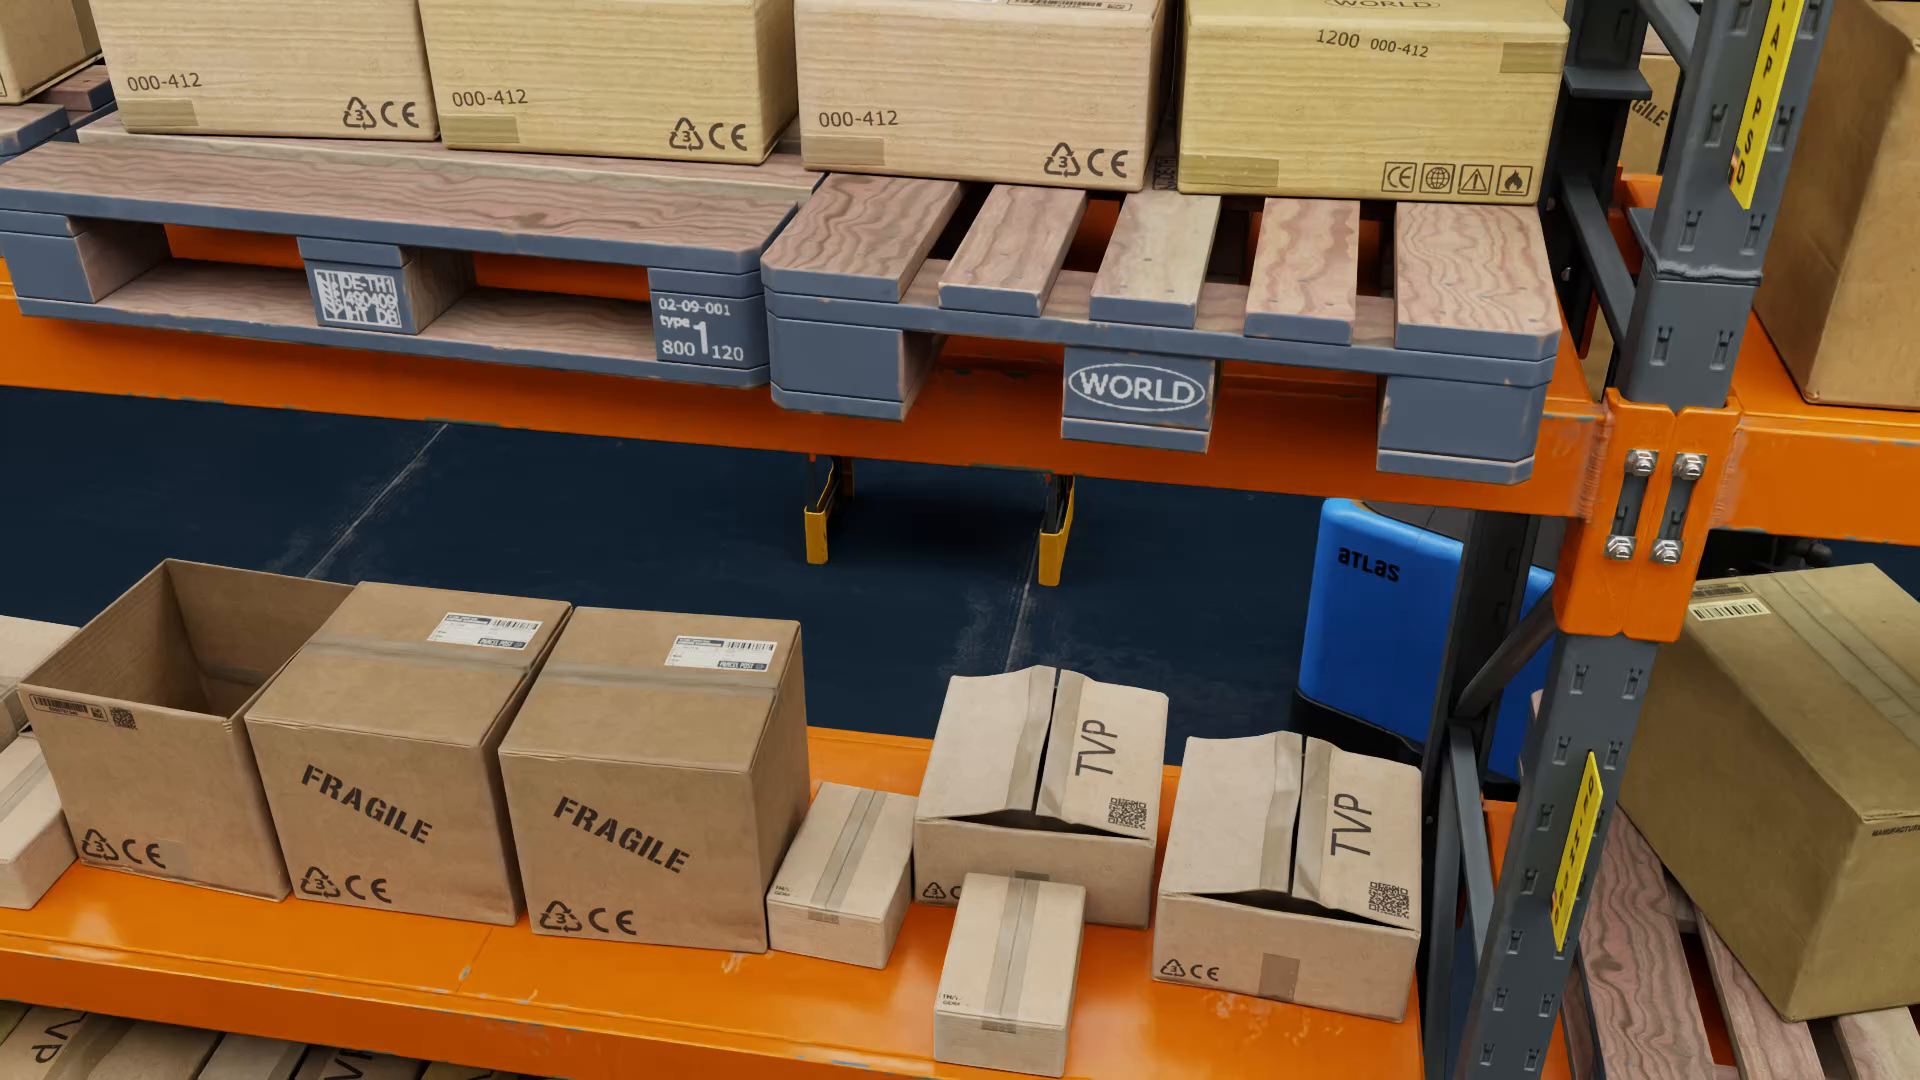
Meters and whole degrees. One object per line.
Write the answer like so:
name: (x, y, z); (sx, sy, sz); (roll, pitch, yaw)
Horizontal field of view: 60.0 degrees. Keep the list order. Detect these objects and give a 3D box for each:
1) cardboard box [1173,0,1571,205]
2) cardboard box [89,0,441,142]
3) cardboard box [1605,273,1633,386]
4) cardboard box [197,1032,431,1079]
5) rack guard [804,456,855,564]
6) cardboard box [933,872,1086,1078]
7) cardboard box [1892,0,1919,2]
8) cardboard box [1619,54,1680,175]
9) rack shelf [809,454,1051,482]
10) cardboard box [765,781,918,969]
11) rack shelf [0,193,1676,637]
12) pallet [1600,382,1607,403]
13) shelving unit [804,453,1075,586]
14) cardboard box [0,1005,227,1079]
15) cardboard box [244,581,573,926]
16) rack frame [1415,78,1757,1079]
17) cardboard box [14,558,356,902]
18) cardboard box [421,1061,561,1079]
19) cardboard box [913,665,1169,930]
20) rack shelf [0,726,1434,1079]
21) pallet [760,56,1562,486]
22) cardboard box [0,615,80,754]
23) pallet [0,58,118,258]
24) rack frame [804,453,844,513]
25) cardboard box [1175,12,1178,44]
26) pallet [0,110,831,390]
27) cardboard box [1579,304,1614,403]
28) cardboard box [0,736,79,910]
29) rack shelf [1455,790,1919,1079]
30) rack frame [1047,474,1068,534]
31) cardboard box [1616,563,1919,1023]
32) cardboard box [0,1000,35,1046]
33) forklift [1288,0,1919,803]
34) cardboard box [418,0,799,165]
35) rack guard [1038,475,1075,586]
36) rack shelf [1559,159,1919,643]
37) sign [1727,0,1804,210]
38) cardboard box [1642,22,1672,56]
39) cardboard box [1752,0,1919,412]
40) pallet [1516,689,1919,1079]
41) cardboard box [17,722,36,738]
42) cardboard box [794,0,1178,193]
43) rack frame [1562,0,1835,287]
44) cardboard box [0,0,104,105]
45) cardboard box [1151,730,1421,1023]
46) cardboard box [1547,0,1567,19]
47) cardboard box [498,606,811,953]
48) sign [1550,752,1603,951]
cardboard box: (0.580, -0.714, 2.482); (0.500, 0.250, 0.500); (3, 32, 5)
cardboard box: (-1.032, -0.857, 2.711); (0.500, 0.250, 0.500); (3, 32, 4)
cardboard box: (3.432, -0.959, 7.586); (0.750, 0.750, 0.750); (5, 32, 8)
cardboard box: (-1.538, 1.336, 3.956); (0.500, 0.311, 0.500); (4, 32, 7)
rack guard: (-0.566, -0.157, 7.266); (0.087, 0.250, 0.587); (5, 32, 8)
cardboard box: (0.104, 0.854, 3.296); (0.250, 0.149, 0.380); (5, 32, 8)
cardboard box: (1.466, -1.013, 2.177); (0.500, 0.500, 0.500); (5, 32, 8)
cardboard box: (2.817, -1.856, 6.995); (0.500, 0.500, 0.500); (6, 33, 10)
rack shelf: (-0.084, -0.491, 6.960); (1.000, 0.185, 0.538); (5, 32, 8)
cardboard box: (-0.230, 0.705, 3.533); (0.250, 0.149, 0.380); (8, 33, 12)
rack shelf: (-0.935, -0.462, 3.012); (4.000, 0.370, 1.077); (5, 32, 8)
pallet: (2.631, -0.616, 8.036); (1.213, 0.211, 1.003); (5, 32, 8)
shelving unit: (-0.075, -0.643, 6.863); (1.083, 1.500, 0.587); (5, 32, 8)
cardboard box: (-2.048, 1.290, 4.029); (0.500, 0.311, 0.500); (5, 32, 8)
cardboard box: (-1.139, 0.452, 3.606); (0.500, 0.500, 0.500); (5, 32, 8)
rack frame: (1.037, 0.683, 3.332); (0.127, 3.000, 1.000); (5, 32, 8)
cardboard box: (-1.632, 0.408, 3.677); (0.500, 0.500, 0.500); (7, 33, 12)
cardboard box: (-1.025, 1.379, 3.886); (0.500, 0.311, 0.500); (6, 33, 10)
cardboard box: (0.188, 0.540, 3.645); (0.500, 0.311, 0.500); (5, 32, 8)
rack shelf: (-0.935, 0.809, 3.808); (4.000, 0.370, 1.077); (5, 32, 8)
pallet: (0.353, -0.522, 2.608); (1.003, 0.211, 1.213); (7, 33, 10)
cardboard box: (-2.413, 0.411, 3.908); (0.500, 0.250, 0.500); (7, 33, 11)
pallet: (-2.034, -0.793, 3.042); (1.217, 0.209, 0.805); (4, 32, 6)
rack frame: (-0.585, -0.689, 6.937); (0.032, 1.500, 0.500); (5, 32, 8)
cardboard box: (0.846, -2.210, 7.444); (0.500, 0.500, 0.700); (2, 32, 4)
pallet: (-0.750, -0.621, 2.765); (1.213, 0.211, 1.003); (7, 33, 10)
cardboard box: (2.569, -1.041, 7.716); (0.750, 0.750, 0.750); (5, 32, 8)
cardboard box: (-2.067, 0.618, 3.672); (0.250, 0.149, 0.380); (5, 32, 8)
rack shelf: (3.008, 1.166, 3.237); (4.000, 0.370, 1.077); (5, 32, 8)
rack frame: (0.417, -0.598, 6.792); (0.032, 1.500, 0.500); (5, 32, 8)
cardboard box: (1.677, 0.460, 3.198); (0.500, 0.500, 0.700); (-5, 32, -8)
cardboard box: (-2.541, 1.243, 4.104); (0.500, 0.311, 0.500); (5, 32, 8)
forklift: (2.663, -0.200, 4.807); (3.031, 2.935, 1.130); (21, 38, 30)
cardboard box: (-0.502, -0.808, 2.633); (0.500, 0.250, 0.500); (5, 32, 7)
rack guard: (0.416, -0.068, 7.124); (0.087, 0.250, 0.587); (5, 32, 8)
rack shelf: (3.008, -0.105, 2.442); (4.000, 0.370, 1.077); (5, 32, 8)
sign: (0.935, -0.552, 1.915); (0.005, 0.325, 0.100); (5, 32, 8)
cardboard box: (2.801, -2.180, 6.806); (0.500, 0.250, 0.500); (5, 32, 8)
cardboard box: (1.473, -0.610, 2.475); (0.500, 0.500, 0.910); (5, 32, 8)
pallet: (1.717, 0.788, 3.345); (1.003, 0.211, 1.213); (5, 32, 8)
cardboard box: (-2.008, 0.365, 3.966); (0.258, 0.266, 0.396); (4, 32, 7)
cardboard box: (0.060, -0.751, 2.542); (0.500, 0.250, 0.500); (6, 33, 10)
rack frame: (1.037, -1.860, 1.740); (0.127, 3.000, 1.000); (5, 32, 8)
cardboard box: (-1.758, -0.952, 2.863); (0.500, 0.250, 0.500); (2, 32, 3)
cardboard box: (0.686, 0.665, 3.444); (0.500, 0.311, 0.500); (7, 33, 11)
cardboard box: (2.299, -2.225, 6.877); (0.500, 0.250, 0.500); (6, 33, 9)
cardboard box: (-0.620, 0.499, 3.531); (0.500, 0.500, 0.500); (3, 32, 6)
sign: (0.947, 0.483, 2.560); (0.005, 0.325, 0.100); (5, 32, 8)
